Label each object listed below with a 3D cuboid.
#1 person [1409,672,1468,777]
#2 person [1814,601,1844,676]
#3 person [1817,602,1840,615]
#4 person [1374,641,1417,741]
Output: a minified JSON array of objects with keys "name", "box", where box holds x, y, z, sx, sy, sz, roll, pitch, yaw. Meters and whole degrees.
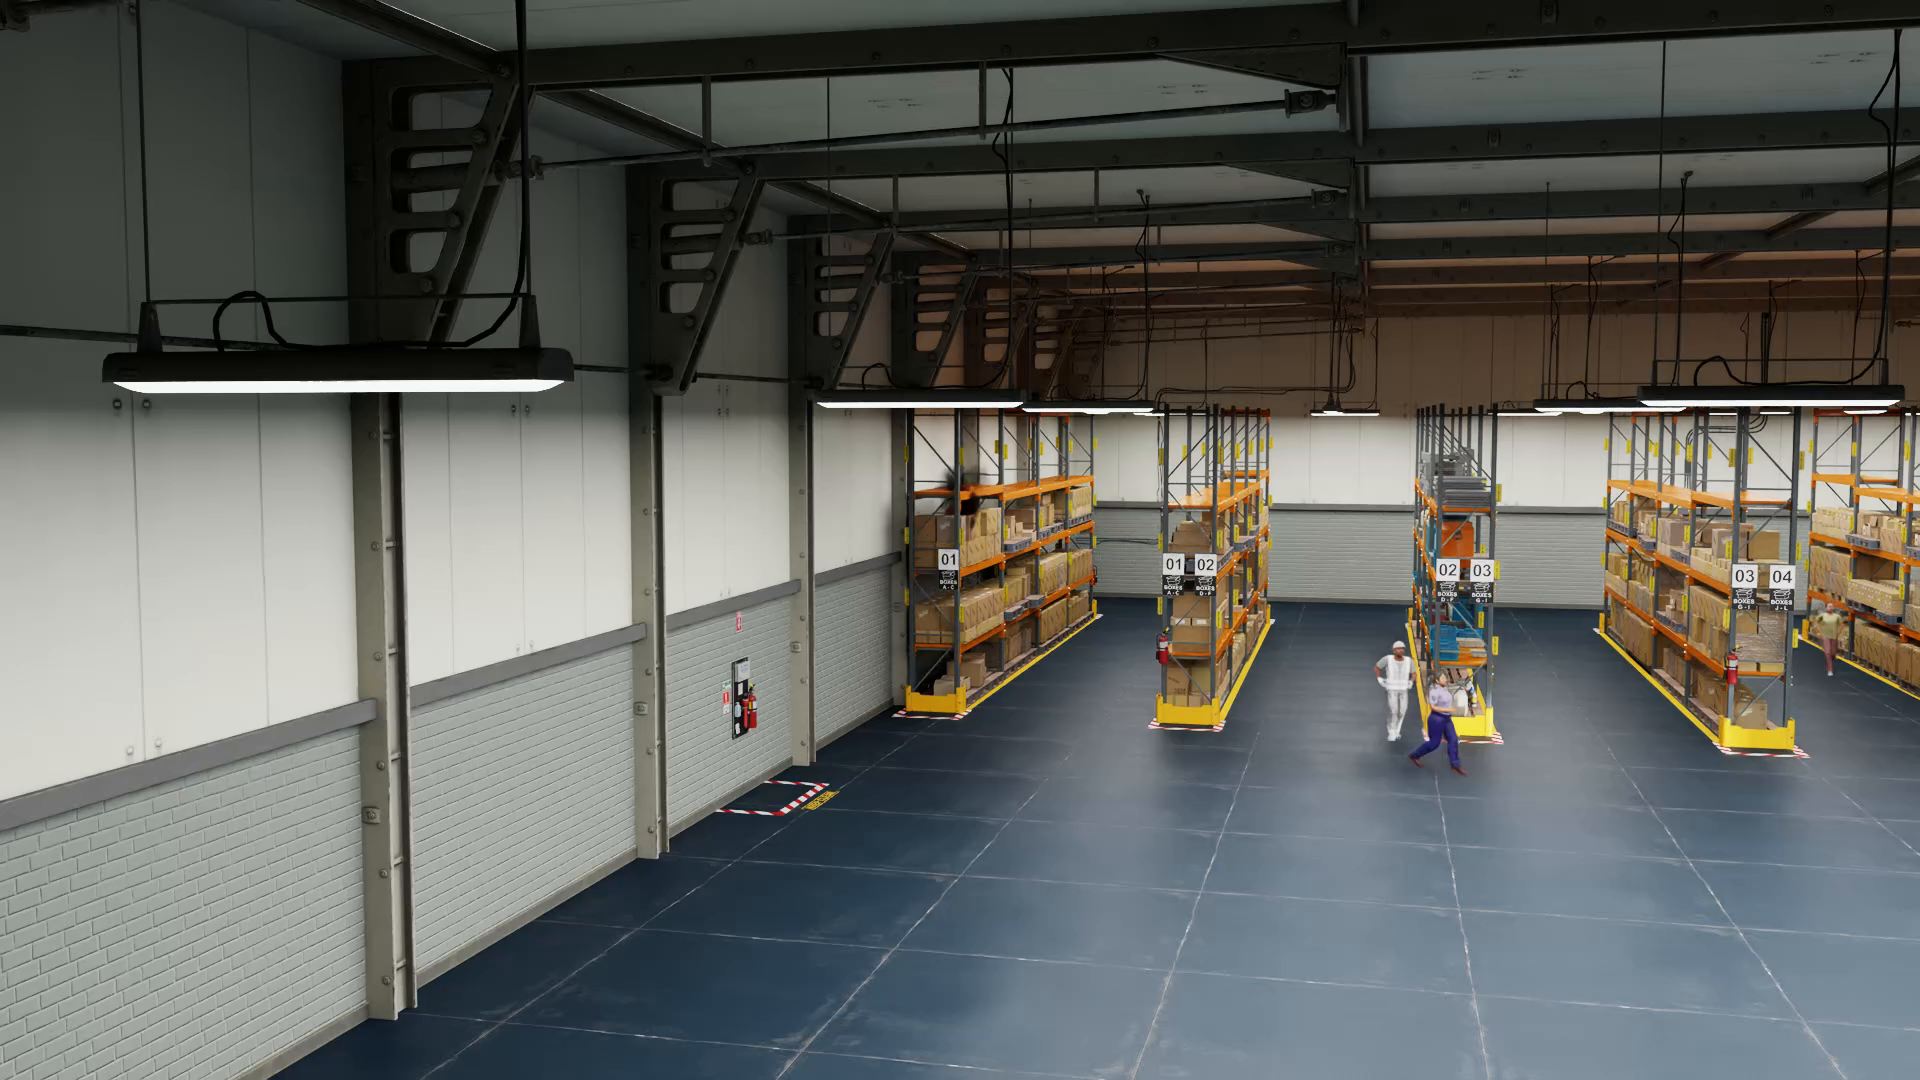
[{"name":"person","box":[7.739,2.952,26.851,0.945,1.657,0.616,4,5,40]},{"name":"person","box":[19.434,2.188,37.193,0.595,1.644,0.813,1,4,17]},{"name":"person","box":[23.116,1.690,44.109,0.692,1.686,0.574,0,4,7]},{"name":"person","box":[7.801,2.710,29.656,0.730,1.821,0.570,0,4,0]}]
